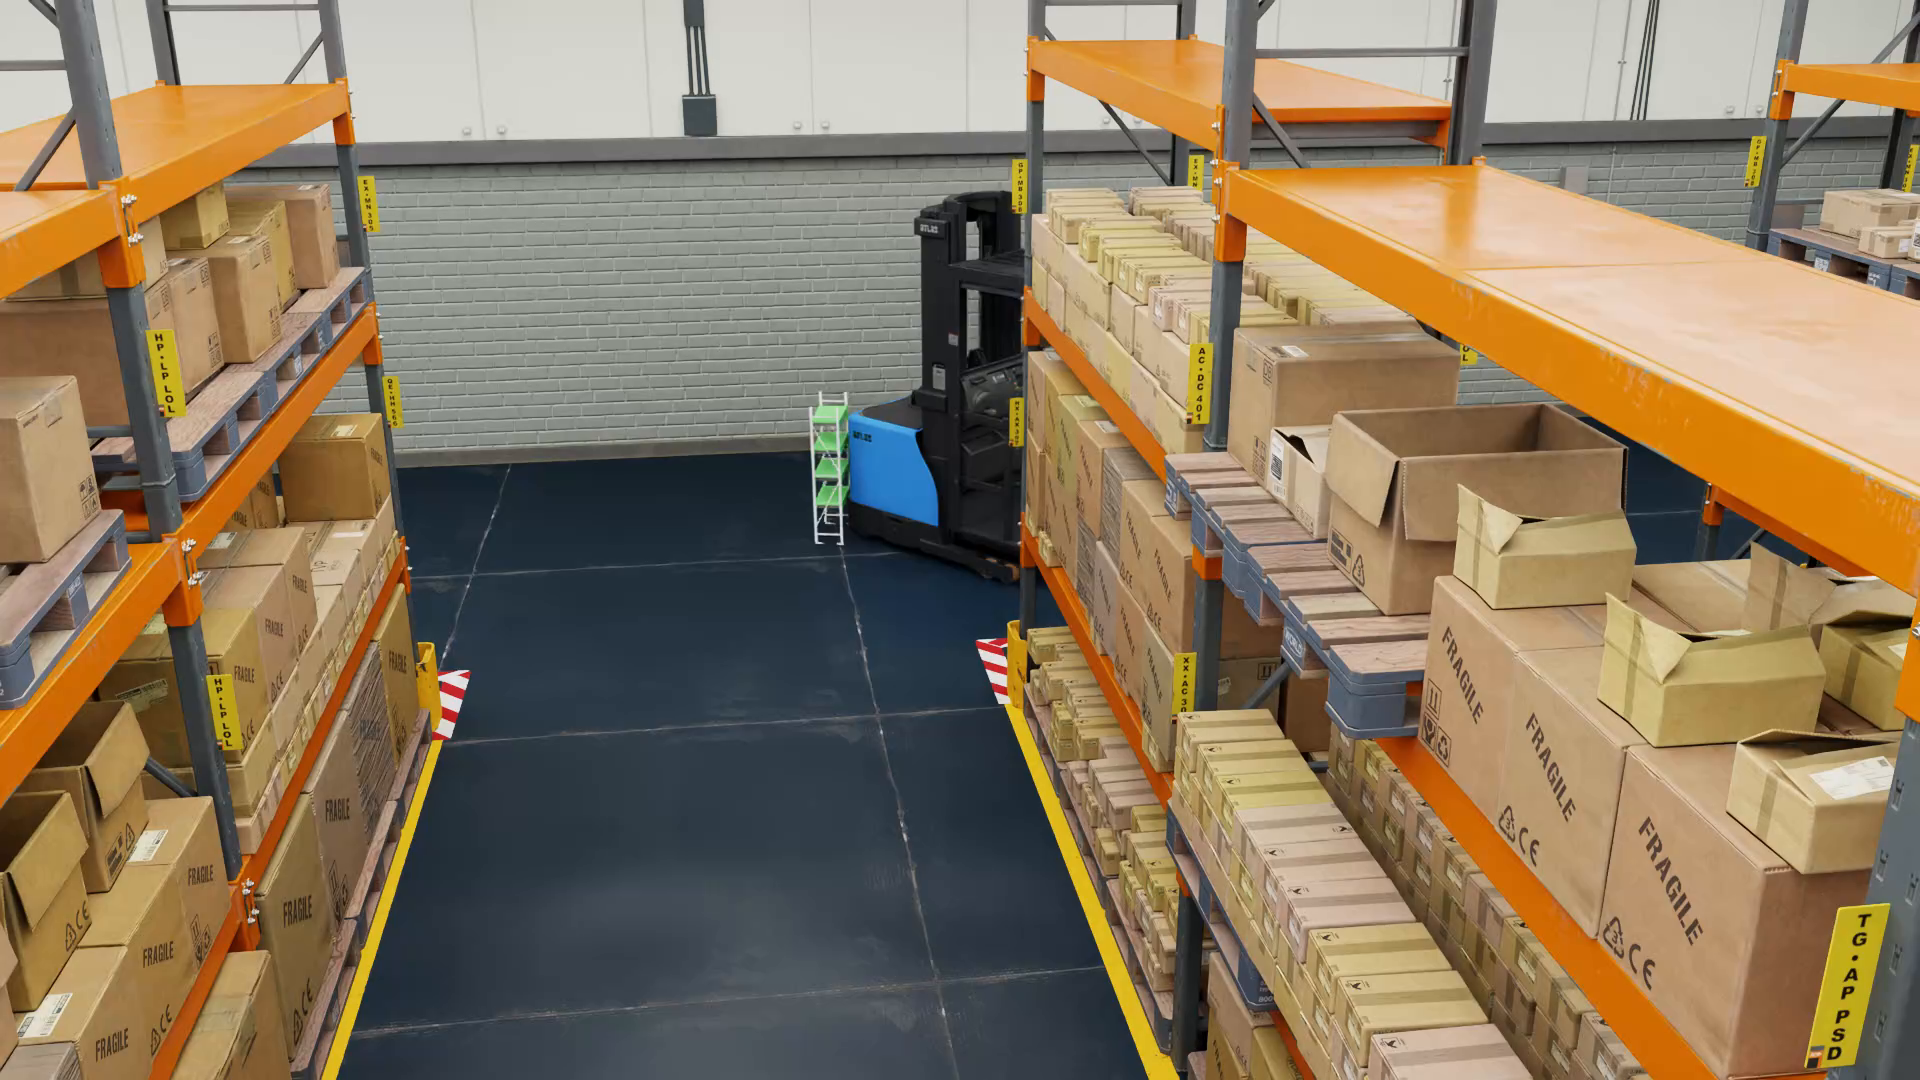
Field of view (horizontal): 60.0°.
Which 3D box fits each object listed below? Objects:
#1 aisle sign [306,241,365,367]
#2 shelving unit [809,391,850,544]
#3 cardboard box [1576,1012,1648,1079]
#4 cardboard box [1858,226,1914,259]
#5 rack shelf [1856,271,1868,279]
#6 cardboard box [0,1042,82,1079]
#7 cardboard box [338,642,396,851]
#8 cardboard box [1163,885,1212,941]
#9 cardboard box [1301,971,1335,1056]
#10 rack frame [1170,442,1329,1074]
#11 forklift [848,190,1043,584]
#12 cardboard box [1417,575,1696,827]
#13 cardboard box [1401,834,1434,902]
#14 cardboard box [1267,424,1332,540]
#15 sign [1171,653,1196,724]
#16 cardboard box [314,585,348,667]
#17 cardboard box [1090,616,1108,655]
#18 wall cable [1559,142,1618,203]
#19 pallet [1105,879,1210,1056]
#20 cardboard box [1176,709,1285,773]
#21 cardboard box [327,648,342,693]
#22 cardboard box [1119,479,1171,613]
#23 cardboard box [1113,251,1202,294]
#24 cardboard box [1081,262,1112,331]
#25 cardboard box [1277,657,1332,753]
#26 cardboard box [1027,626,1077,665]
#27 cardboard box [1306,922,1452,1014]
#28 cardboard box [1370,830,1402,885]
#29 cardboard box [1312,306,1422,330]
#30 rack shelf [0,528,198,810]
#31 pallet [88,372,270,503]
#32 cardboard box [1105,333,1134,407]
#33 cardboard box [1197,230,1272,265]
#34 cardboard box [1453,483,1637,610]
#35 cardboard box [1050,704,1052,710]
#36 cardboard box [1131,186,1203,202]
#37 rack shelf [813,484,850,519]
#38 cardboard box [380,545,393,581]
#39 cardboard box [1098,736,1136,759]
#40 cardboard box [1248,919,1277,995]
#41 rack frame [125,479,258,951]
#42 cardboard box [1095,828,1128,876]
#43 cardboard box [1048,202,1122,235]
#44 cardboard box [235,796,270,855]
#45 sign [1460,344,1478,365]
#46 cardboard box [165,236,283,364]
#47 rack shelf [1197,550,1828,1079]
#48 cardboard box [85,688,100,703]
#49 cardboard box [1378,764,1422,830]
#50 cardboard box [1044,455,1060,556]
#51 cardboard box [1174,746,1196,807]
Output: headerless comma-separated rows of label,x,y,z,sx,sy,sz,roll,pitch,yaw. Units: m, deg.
aisle sign,-3.730,-1.425,10.028,0.394,0.787,0.004,-3,21,-8
shelving unit,-1.097,-0.618,14.152,0.258,1.200,0.503,1,21,5
cardboard box,2.034,1.497,4.830,0.380,0.149,0.250,-2,21,-5
cardboard box,5.719,-1.810,10.103,0.380,0.149,0.250,-2,21,-6
rack shelf,6.079,-1.042,9.461,1.077,0.370,4.000,-3,21,-8
cardboard box,-2.888,1.845,4.846,0.500,0.500,0.500,-3,21,-8
cardboard box,-3.714,1.164,9.248,0.875,0.875,0.875,-3,21,-8
cardboard box,1.174,1.753,7.860,0.380,0.149,0.250,-2,21,-6
cardboard box,1.312,1.485,5.286,0.380,0.149,0.250,-3,21,-9
rack frame,1.483,1.003,7.244,1.000,3.000,0.127,-3,21,-8
forklift,0.494,-1.227,13.311,3.031,2.935,1.130,16,26,37
cardboard box,1.573,0.405,4.415,0.500,0.500,0.500,-3,21,-8
cardboard box,1.852,1.184,6.093,0.380,0.149,0.250,-4,21,-10
cardboard box,1.402,-0.242,5.817,0.500,0.311,0.500,-3,21,-9
sign,0.947,0.627,7.012,0.100,0.325,0.005,-3,21,-8
cardboard box,-3.459,0.450,8.512,0.500,0.250,0.500,-3,21,-8
cardboard box,0.914,0.496,8.961,0.380,0.149,0.250,-3,21,-7
wall cable,6.356,-3.169,16.963,0.588,1.984,0.122,-3,21,-8
pallet,1.351,2.078,8.350,1.003,0.211,1.213,-3,21,-8
cardboard box,1.085,0.805,6.683,0.380,0.149,0.250,-2,21,-5
cardboard box,-3.379,0.677,8.476,0.380,0.149,0.250,-4,21,-9
cardboard box,1.068,0.020,7.877,0.500,0.500,0.500,-4,21,-9
cardboard box,0.955,-1.294,8.037,0.380,0.149,0.250,-3,21,-8
cardboard box,0.924,-1.255,8.502,0.500,0.250,0.500,-4,21,-10
cardboard box,1.661,0.632,7.668,0.500,0.500,0.500,-3,21,-9
cardboard box,0.646,0.677,10.742,0.380,0.149,0.250,-4,21,-10
cardboard box,1.314,1.345,5.235,0.380,0.149,0.250,-2,21,-6
cardboard box,1.808,1.228,6.401,0.380,0.149,0.250,-3,21,-8
cardboard box,1.681,-0.866,6.891,0.380,0.149,0.250,-3,21,-9
rack shelf,-3.151,0.842,4.415,1.077,0.370,4.000,-3,21,-8
pallet,-3.547,-0.429,6.919,1.003,0.211,1.213,-3,21,-8
cardboard box,1.011,-0.838,8.099,0.500,0.250,0.500,-3,21,-8
cardboard box,1.445,-1.504,8.598,0.380,0.149,0.250,-3,21,-9
cardboard box,1.538,0.006,4.389,0.396,0.266,0.258,-3,21,-8
cardboard box,0.784,1.041,10.617,0.380,0.149,0.250,-3,21,-8
cardboard box,1.245,-2.038,10.028,0.380,0.149,0.250,-3,21,-8
rack shelf,-1.094,-0.333,14.258,0.258,0.148,0.480,1,21,5
cardboard box,-3.600,0.147,9.894,0.380,0.149,0.250,-3,21,-7
cardboard box,0.986,1.213,9.304,0.380,0.149,0.250,-3,21,-8
cardboard box,1.235,1.441,5.830,0.380,0.149,0.250,-4,21,-10
rack frame,-3.440,1.218,6.668,1.000,3.000,0.127,-3,21,-8
cardboard box,0.940,1.665,8.946,0.380,0.149,0.250,-3,21,-8
cardboard box,0.714,-1.828,9.465,0.380,0.149,0.250,-3,21,-8
cardboard box,-3.153,1.216,7.031,0.380,0.149,0.250,-3,21,-8
sign,2.032,-0.858,6.638,0.100,0.325,0.005,-3,21,-8
cardboard box,-3.620,-1.120,7.755,0.700,0.500,0.500,-2,21,-5
rack shelf,1.771,0.627,4.991,1.077,0.370,4.000,-3,21,-8
cardboard box,-3.771,0.652,6.901,0.500,0.500,0.500,-2,21,-6
cardboard box,1.809,0.957,6.276,0.380,0.149,0.250,-4,21,-9
cardboard box,0.800,-0.215,9.936,0.500,0.500,0.500,-3,21,-8
cardboard box,1.085,0.944,6.735,0.380,0.149,0.250,-3,21,-7
